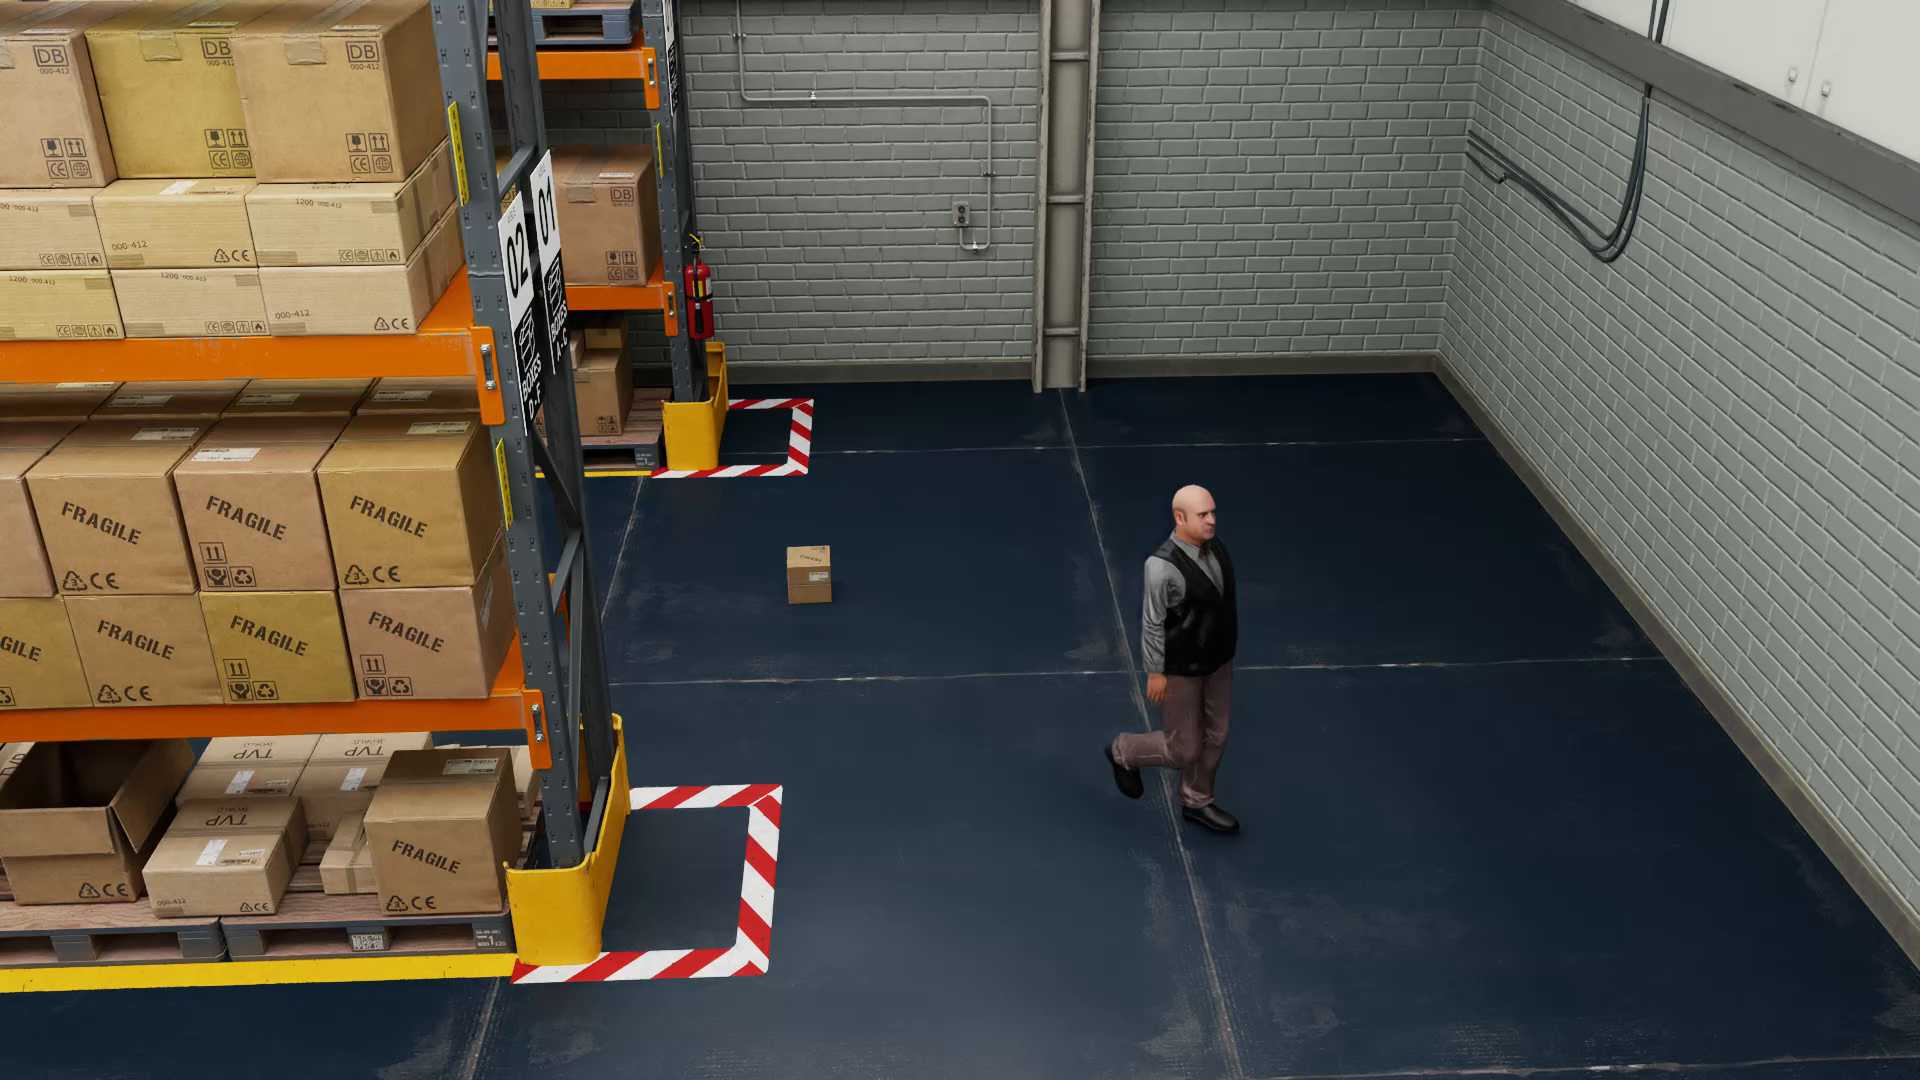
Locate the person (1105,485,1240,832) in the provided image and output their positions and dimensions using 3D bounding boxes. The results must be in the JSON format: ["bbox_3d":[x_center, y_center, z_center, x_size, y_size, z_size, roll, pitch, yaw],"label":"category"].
[{"bbox_3d":[1.014,0.542,7.566,0.658,1.705,0.541,24,36,38],"label":"person"}]
